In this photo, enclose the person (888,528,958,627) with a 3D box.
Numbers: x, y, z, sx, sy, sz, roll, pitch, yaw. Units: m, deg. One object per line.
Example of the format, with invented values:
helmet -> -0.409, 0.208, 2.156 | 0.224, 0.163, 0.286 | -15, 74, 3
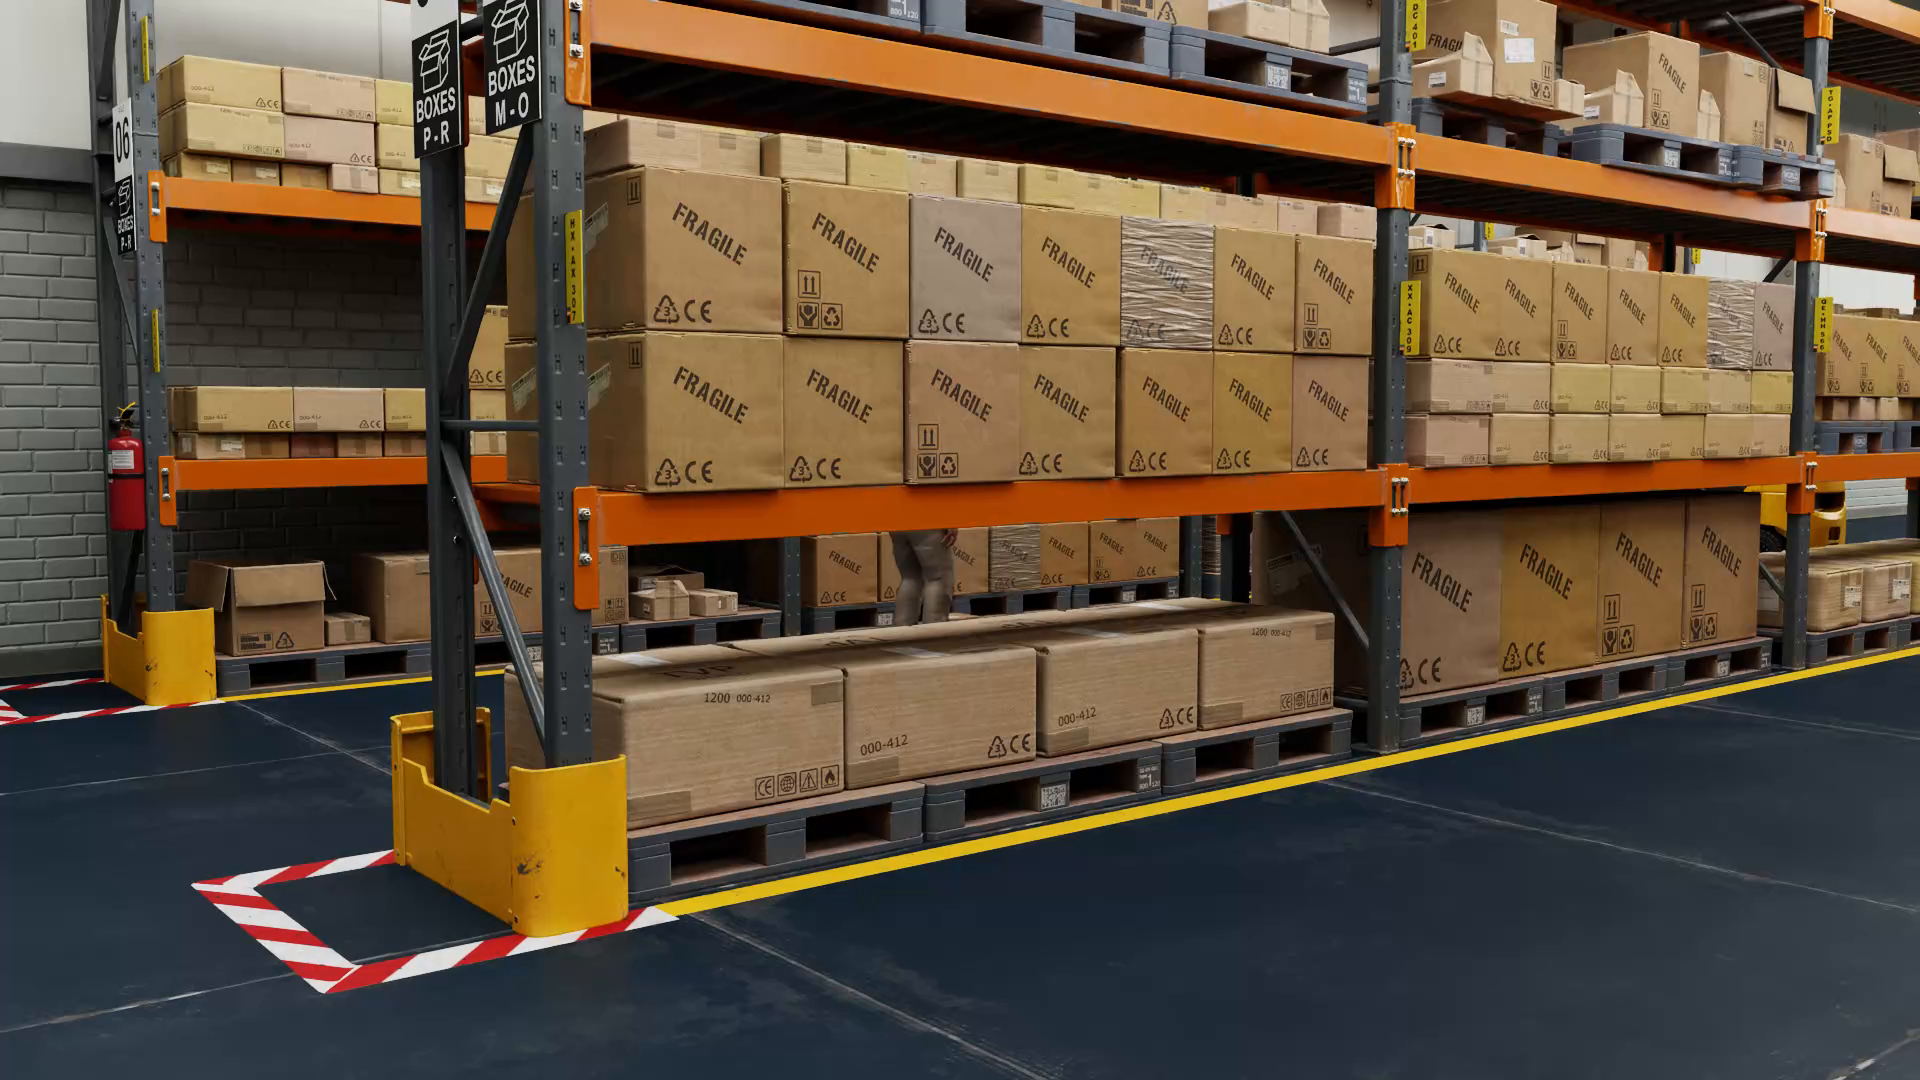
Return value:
person -> -0.236, -0.109, 10.554 | 0.401, 1.725, 0.597 | -4, 6, -42
